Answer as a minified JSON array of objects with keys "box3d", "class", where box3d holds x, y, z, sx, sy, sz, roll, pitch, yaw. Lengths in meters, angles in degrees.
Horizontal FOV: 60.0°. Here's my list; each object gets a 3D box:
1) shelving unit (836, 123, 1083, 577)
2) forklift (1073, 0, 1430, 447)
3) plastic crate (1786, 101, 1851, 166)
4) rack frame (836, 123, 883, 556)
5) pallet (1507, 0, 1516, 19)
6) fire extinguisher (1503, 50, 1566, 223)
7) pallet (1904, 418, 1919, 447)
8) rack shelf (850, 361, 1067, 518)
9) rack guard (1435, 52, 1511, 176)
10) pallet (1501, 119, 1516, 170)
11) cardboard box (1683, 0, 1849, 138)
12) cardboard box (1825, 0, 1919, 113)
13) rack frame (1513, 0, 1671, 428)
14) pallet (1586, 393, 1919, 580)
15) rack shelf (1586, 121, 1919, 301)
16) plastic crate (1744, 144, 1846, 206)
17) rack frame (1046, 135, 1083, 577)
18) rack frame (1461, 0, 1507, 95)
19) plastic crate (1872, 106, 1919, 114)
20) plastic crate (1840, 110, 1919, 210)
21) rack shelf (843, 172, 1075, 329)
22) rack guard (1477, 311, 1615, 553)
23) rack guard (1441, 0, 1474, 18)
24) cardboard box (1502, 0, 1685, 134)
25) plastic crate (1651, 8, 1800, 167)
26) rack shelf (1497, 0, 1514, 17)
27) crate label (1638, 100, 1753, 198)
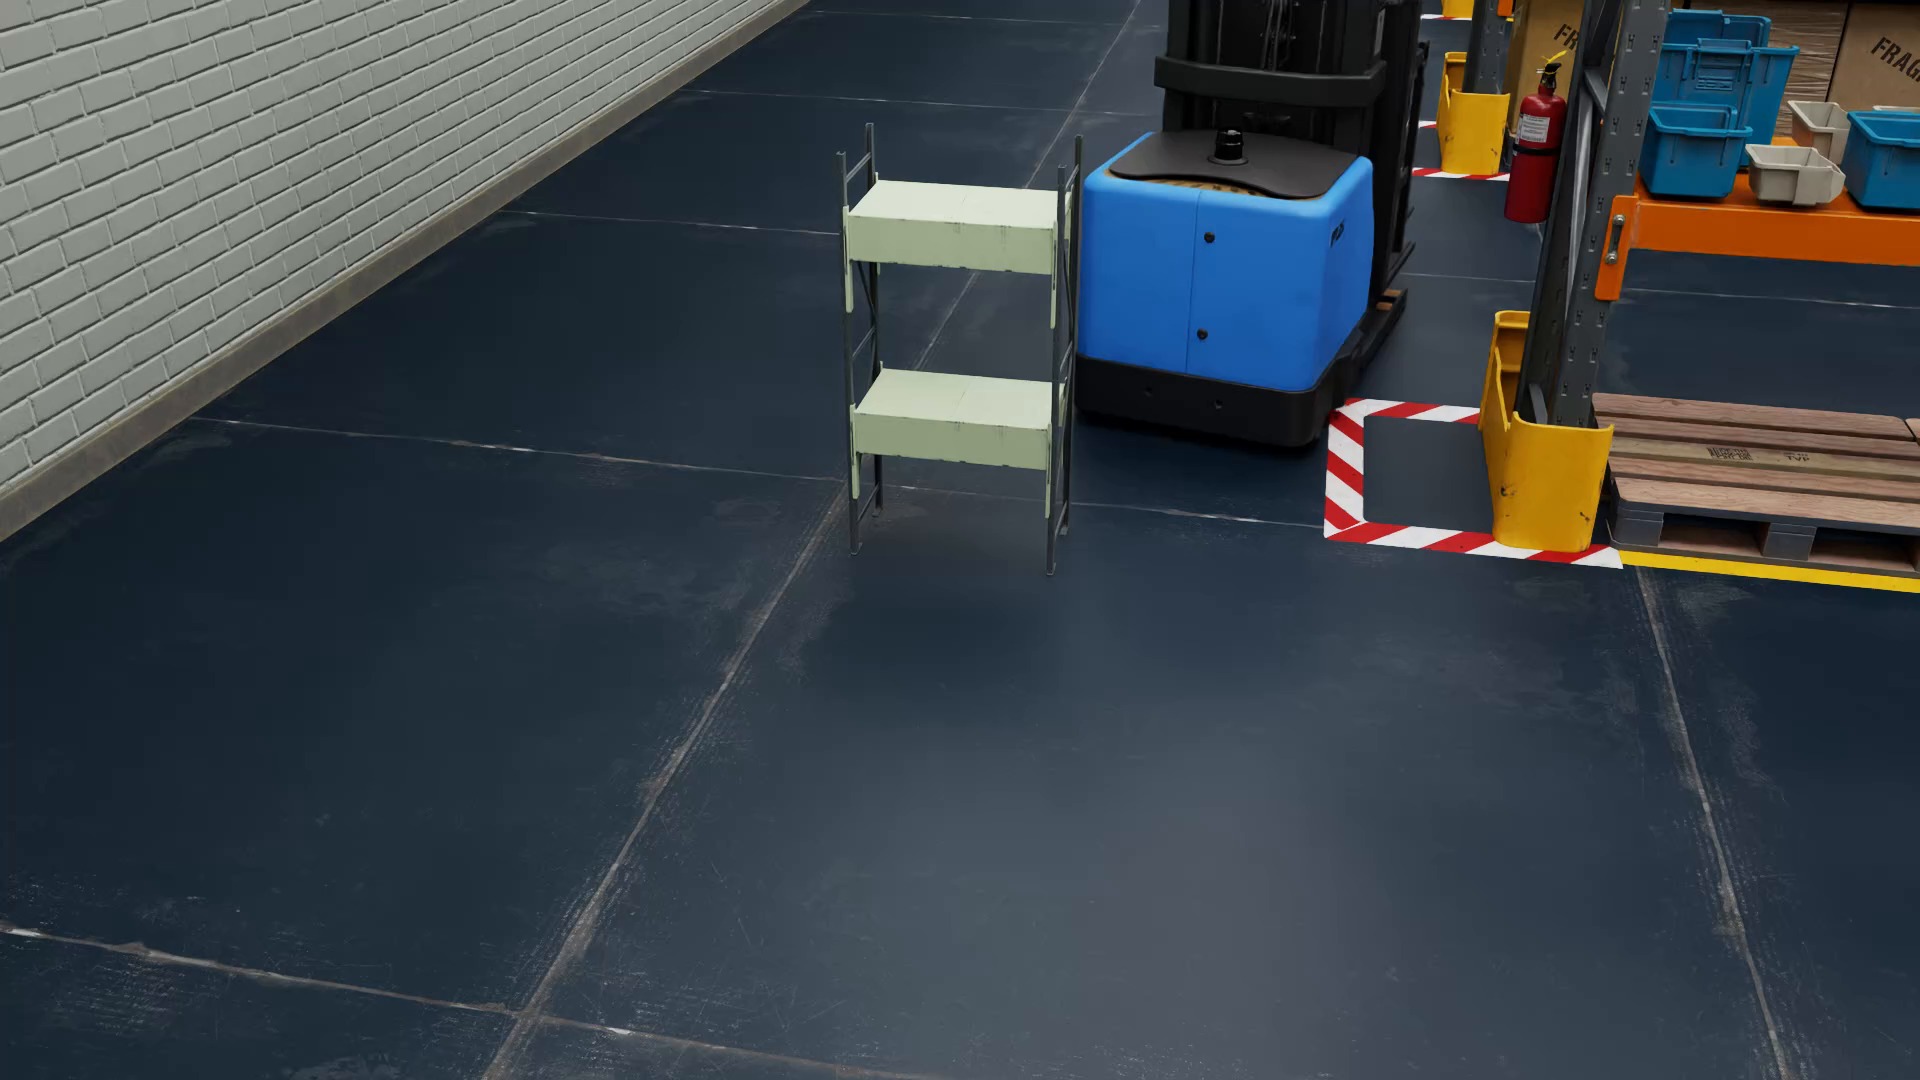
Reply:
[{"box3d":[0.007,-0.657,5.889,0.755,1.500,0.431,6,29,11],"class":"shelving unit"},{"box3d":[1.559,-2.351,7.493,1.130,2.935,3.031,12,31,22],"class":"forklift"},{"box3d":[3.149,-1.470,6.023,0.243,0.136,0.396,6,29,11],"class":"plastic crate"},{"box3d":[-0.351,-0.694,5.956,0.023,1.500,0.400,6,29,11],"class":"rack frame"},{"box3d":[5.344,-4.872,14.929,1.213,0.211,1.003,6,29,11],"class":"pallet"},{"box3d":[2.261,-1.587,6.493,0.183,0.674,0.296,6,29,11],"class":"fire extinguisher"},{"box3d":[4.302,-0.108,6.228,1.213,0.211,1.003,6,29,11],"class":"pallet"},{"box3d":[0.007,-0.371,6.045,0.720,0.370,0.431,6,29,11],"class":"rack shelf"},{"box3d":[3.325,-2.788,10.821,0.348,0.500,1.175,6,29,11],"class":"rack guard"},{"box3d":[4.146,-2.615,10.807,1.213,0.211,1.003,6,29,11],"class":"pallet"},{"box3d":[4.881,-3.016,10.411,0.875,0.875,0.875,6,29,11],"class":"cardboard box"},{"box3d":[5.751,-2.927,10.248,0.875,0.875,0.875,6,29,11],"class":"cardboard box"},{"box3d":[2.314,-1.556,5.968,0.127,3.000,1.000,6,29,11],"class":"rack frame"},{"box3d":[3.112,-0.232,6.453,1.213,0.211,1.003,6,29,11],"class":"pallet"},{"box3d":[4.270,-1.040,5.774,4.000,0.370,1.077,6,29,11],"class":"rack shelf"},{"box3d":[2.783,-1.216,5.559,0.298,0.136,0.250,6,29,11],"class":"plastic crate"},{"box3d":[0.364,-0.620,5.822,0.023,1.500,0.400,6,29,11],"class":"rack frame"},{"box3d":[3.348,-3.882,10.217,0.127,3.000,1.000,6,29,11],"class":"rack frame"},{"box3d":[3.429,-1.434,5.957,0.243,0.136,0.396,6,29,11],"class":"plastic crate"},{"box3d":[3.130,-1.263,5.545,0.300,0.233,0.416,6,29,11],"class":"plastic crate"},{"box3d":[0.007,-1.000,5.701,0.720,0.370,0.431,6,29,11],"class":"rack shelf"},{"box3d":[2.288,-0.455,6.561,0.348,0.500,1.175,6,29,11],"class":"rack guard"},{"box3d":[4.557,-5.097,15.039,0.348,0.500,1.175,6,29,11],"class":"rack guard"},{"box3d":[3.991,-3.107,10.577,0.875,0.875,0.875,6,29,11],"class":"cardboard box"},{"box3d":[2.680,-1.652,6.044,0.499,0.435,0.616,6,29,11],"class":"plastic crate"},{"box3d":[5.304,-3.366,10.023,4.000,0.370,1.077,6,29,11],"class":"rack shelf"},{"box3d":[2.486,-1.329,5.666,0.303,0.233,0.416,6,29,11],"class":"crate label"}]
